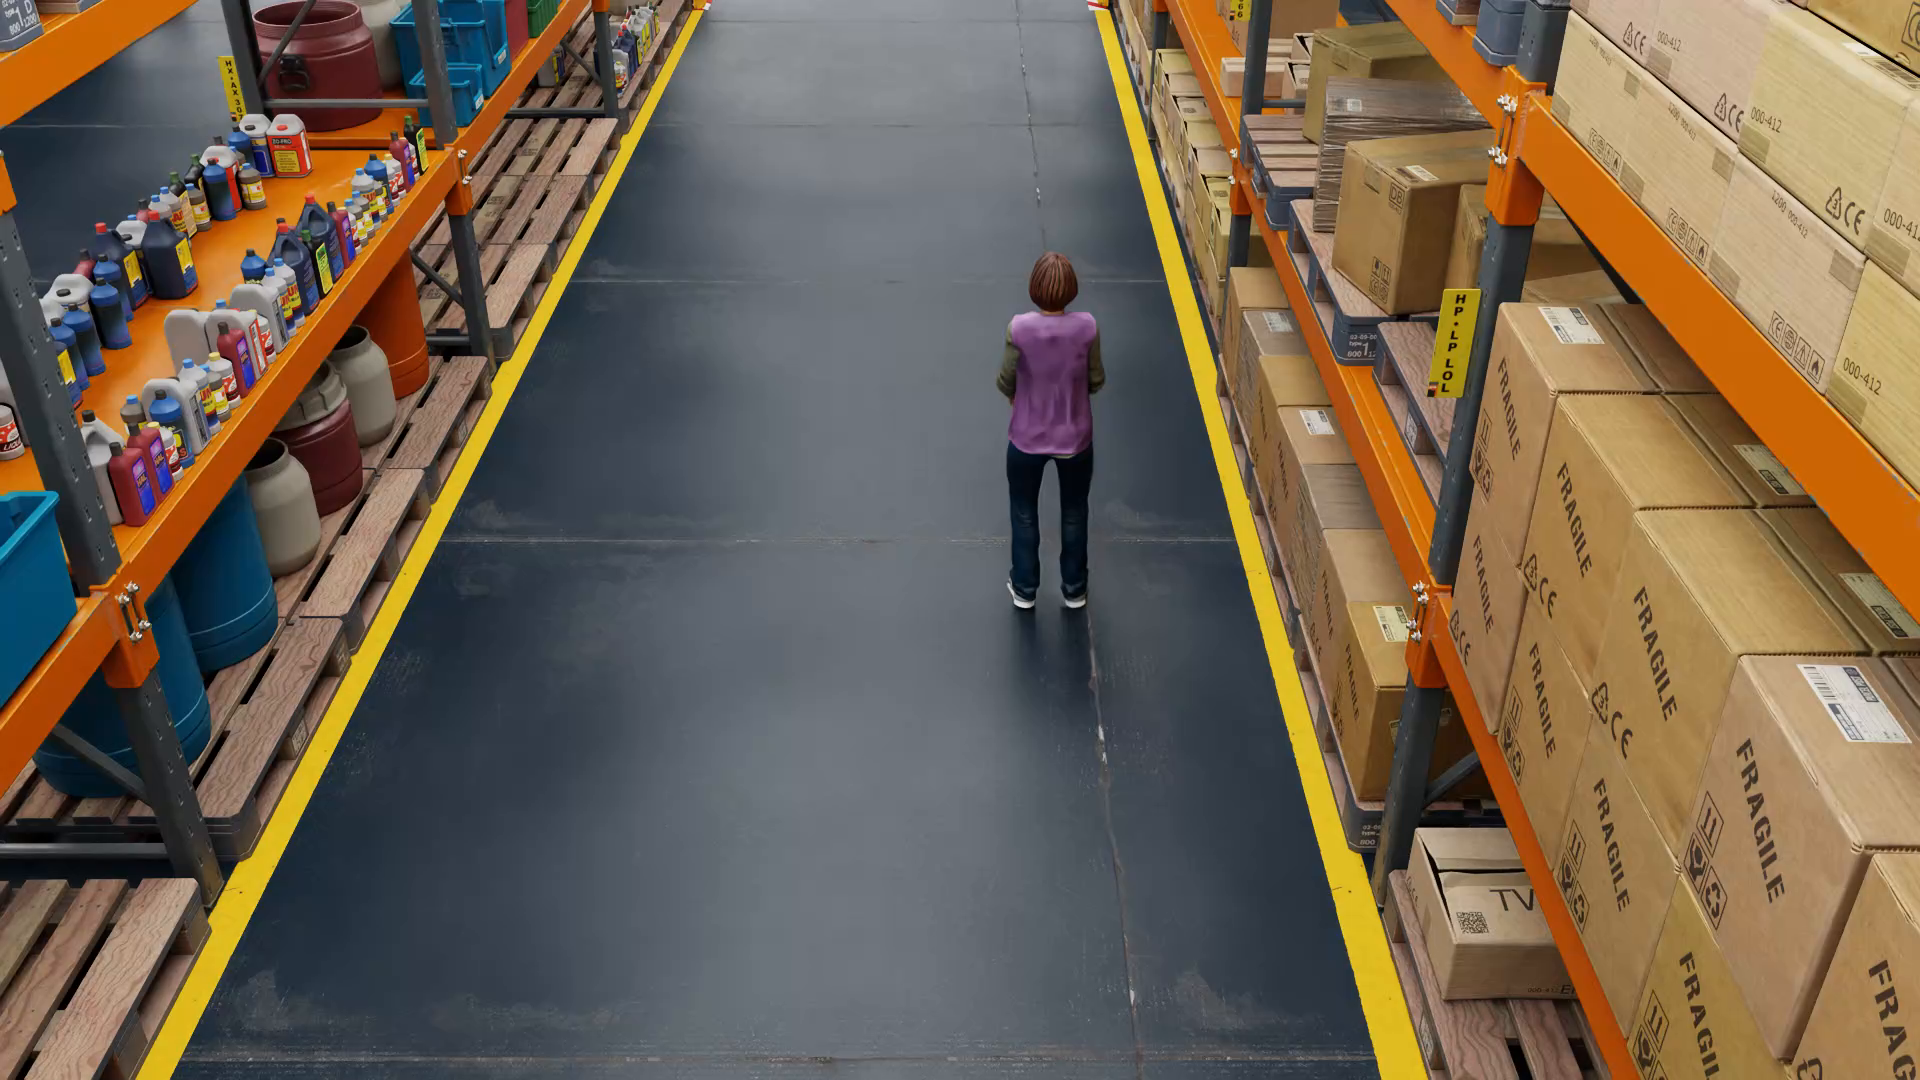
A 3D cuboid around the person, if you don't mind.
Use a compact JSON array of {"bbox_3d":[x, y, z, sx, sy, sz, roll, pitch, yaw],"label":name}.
[{"bbox_3d":[0.368,-0.324,6.890,0.442,1.354,0.325,0,32,-1],"label":"person"}]
